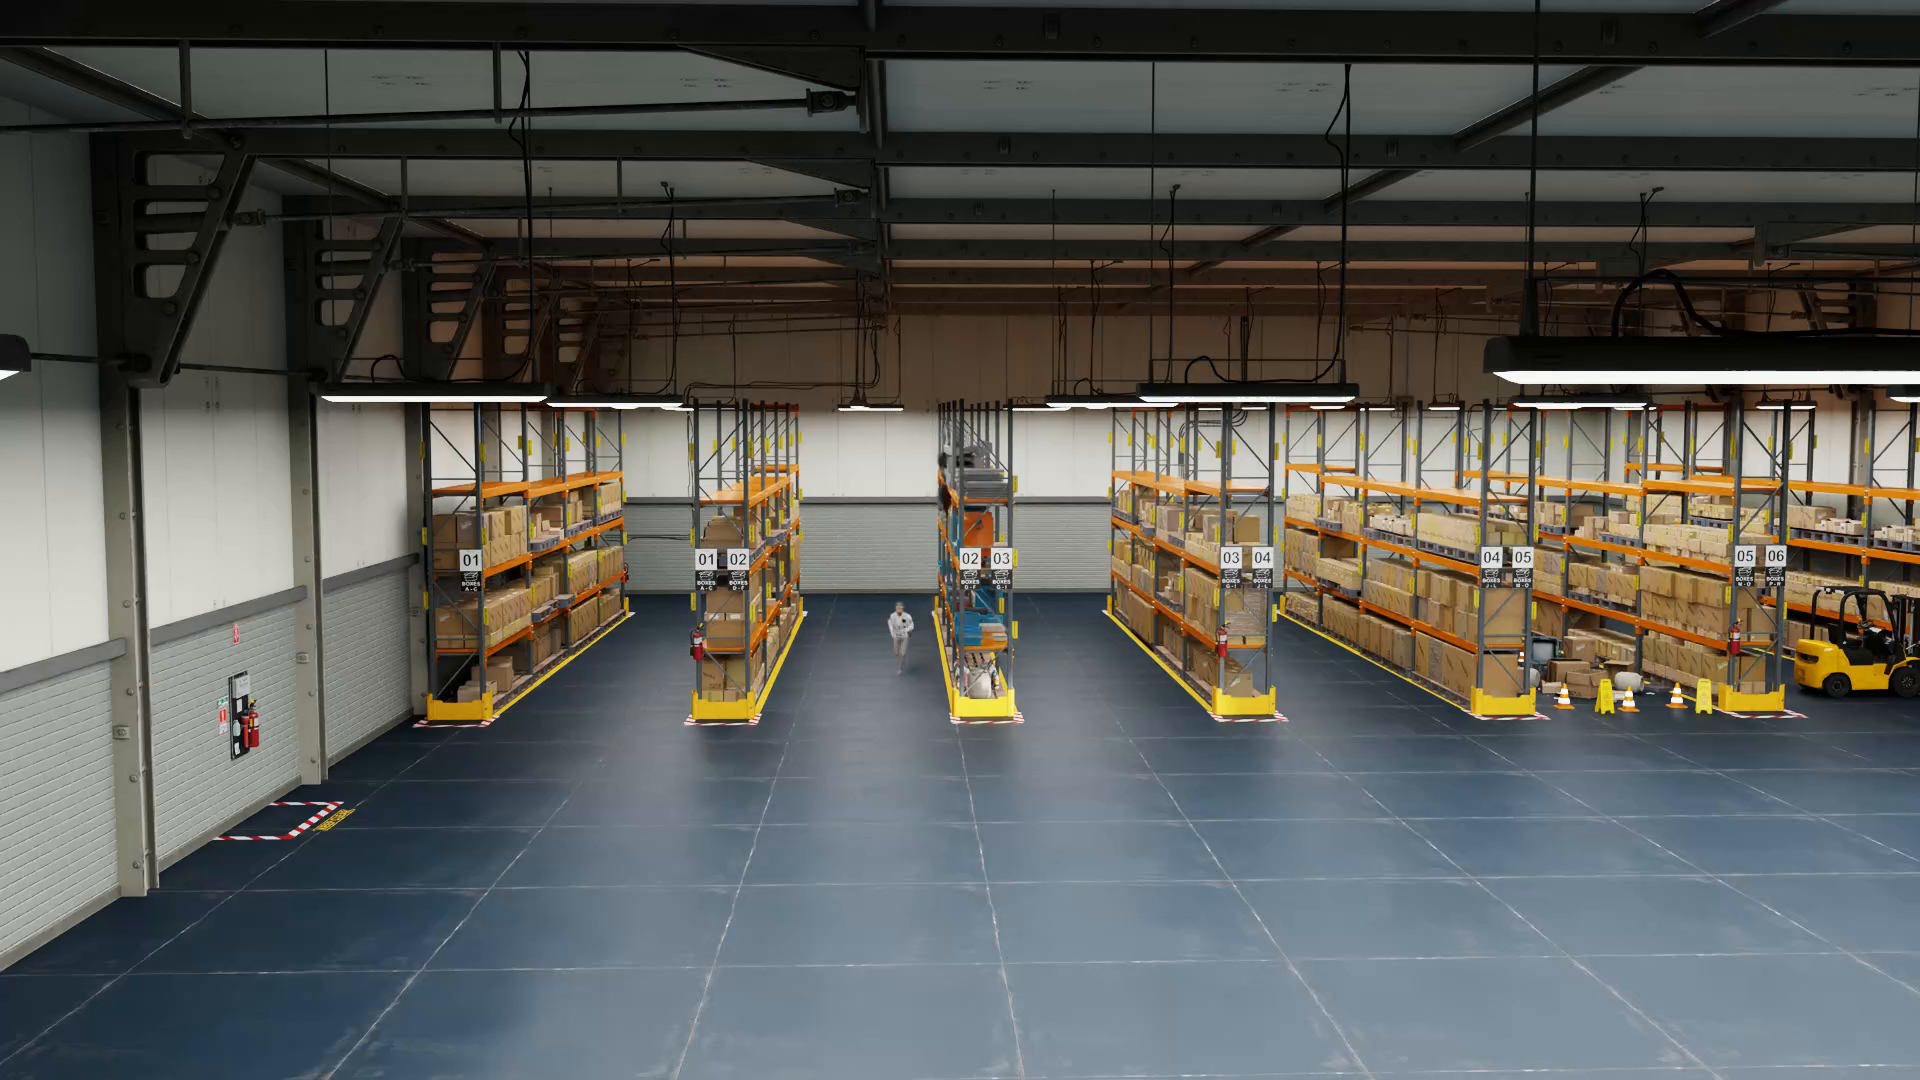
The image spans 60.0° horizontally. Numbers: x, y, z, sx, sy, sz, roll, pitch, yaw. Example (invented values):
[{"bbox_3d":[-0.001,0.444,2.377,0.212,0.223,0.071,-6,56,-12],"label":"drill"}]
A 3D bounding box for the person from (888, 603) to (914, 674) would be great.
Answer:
[{"bbox_3d":[-1.310,2.158,36.540,0.605,1.616,0.671,1,4,8],"label":"person"}]

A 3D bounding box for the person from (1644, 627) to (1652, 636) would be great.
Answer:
[{"bbox_3d":[16.649,1.852,39.725,0.713,1.779,1.118,-1,4,-7],"label":"person"}]

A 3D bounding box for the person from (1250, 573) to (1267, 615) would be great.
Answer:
[{"bbox_3d":[8.170,1.387,45.237,0.672,1.778,0.926,0,4,3],"label":"person"}]
